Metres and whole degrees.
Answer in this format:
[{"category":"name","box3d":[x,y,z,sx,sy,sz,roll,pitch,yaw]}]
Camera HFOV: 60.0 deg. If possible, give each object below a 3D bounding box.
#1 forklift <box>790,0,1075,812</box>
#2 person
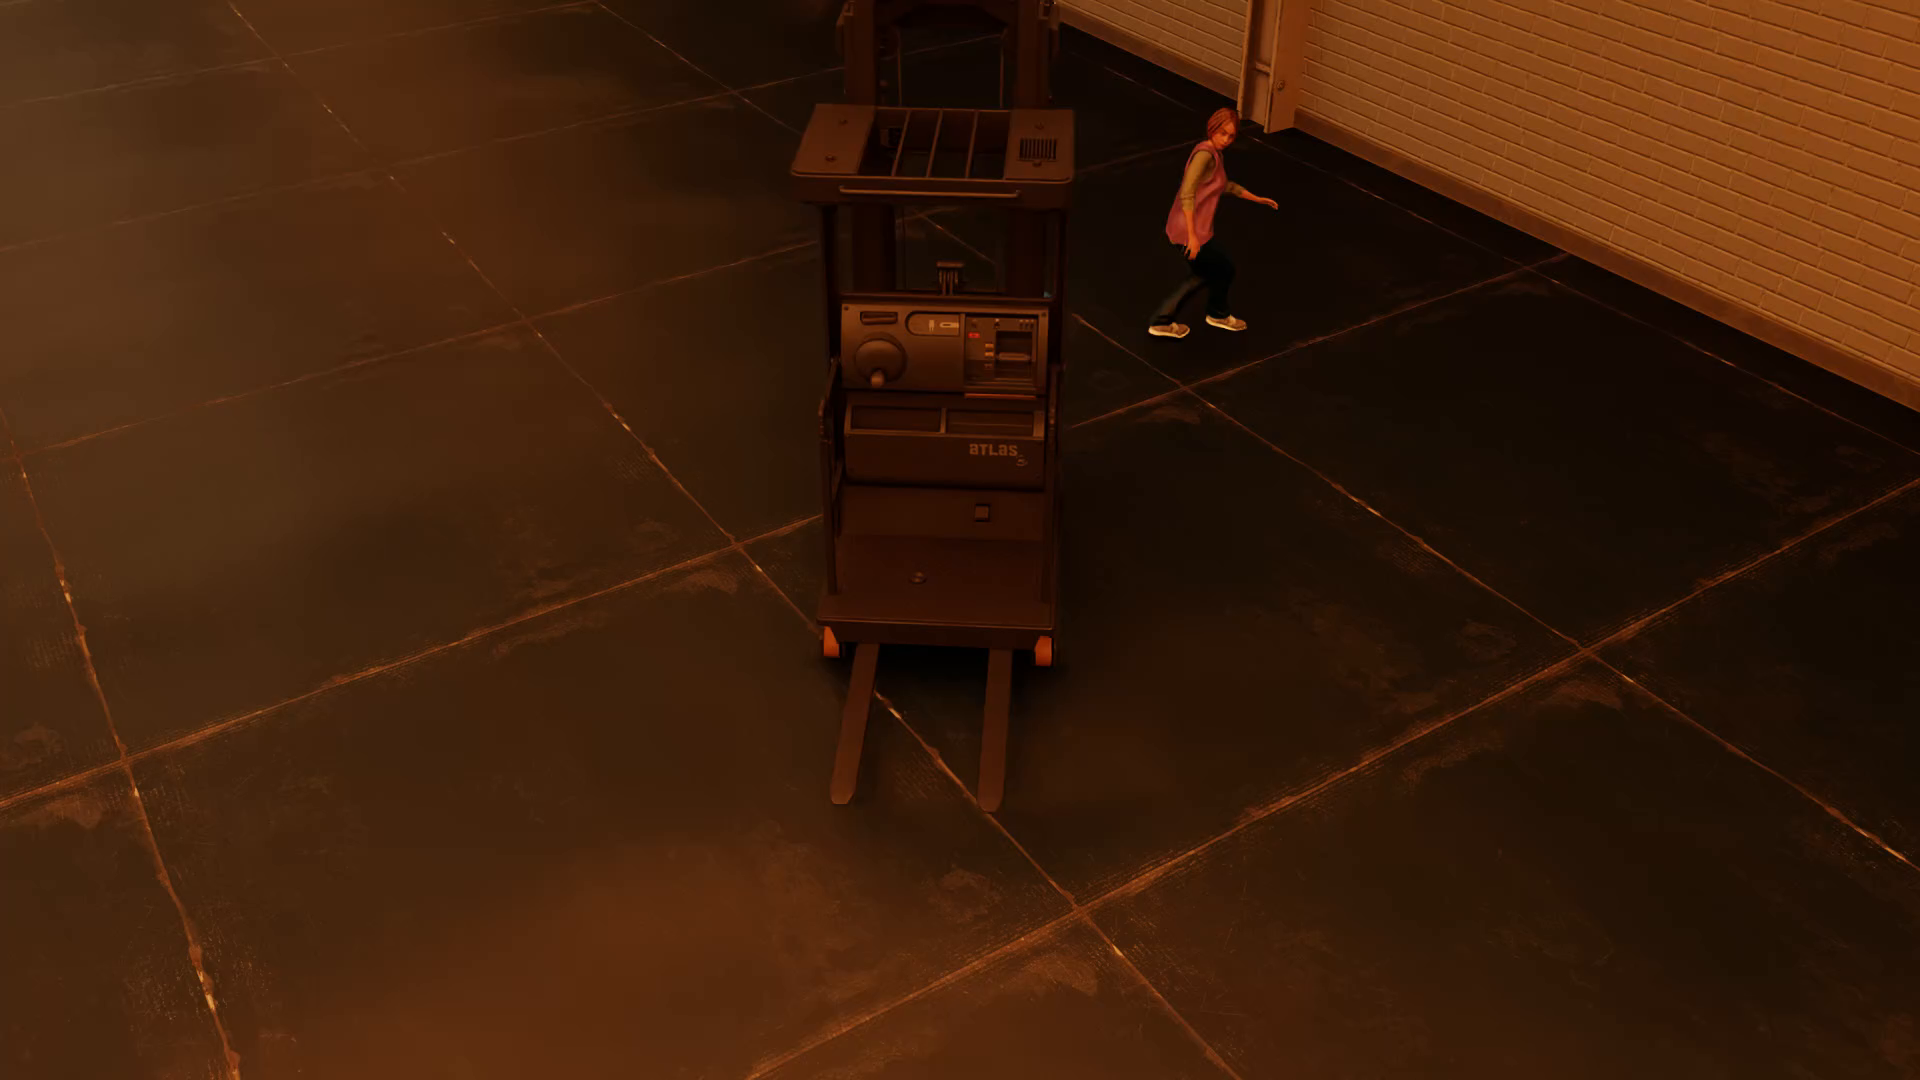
[{"category":"forklift","box3d":[-0.082,-0.797,7.283,1.130,2.935,3.031,2,35,3]},{"category":"person","box3d":[1.558,-1.847,10.075,0.755,1.478,0.676,-3,35,-4]}]
